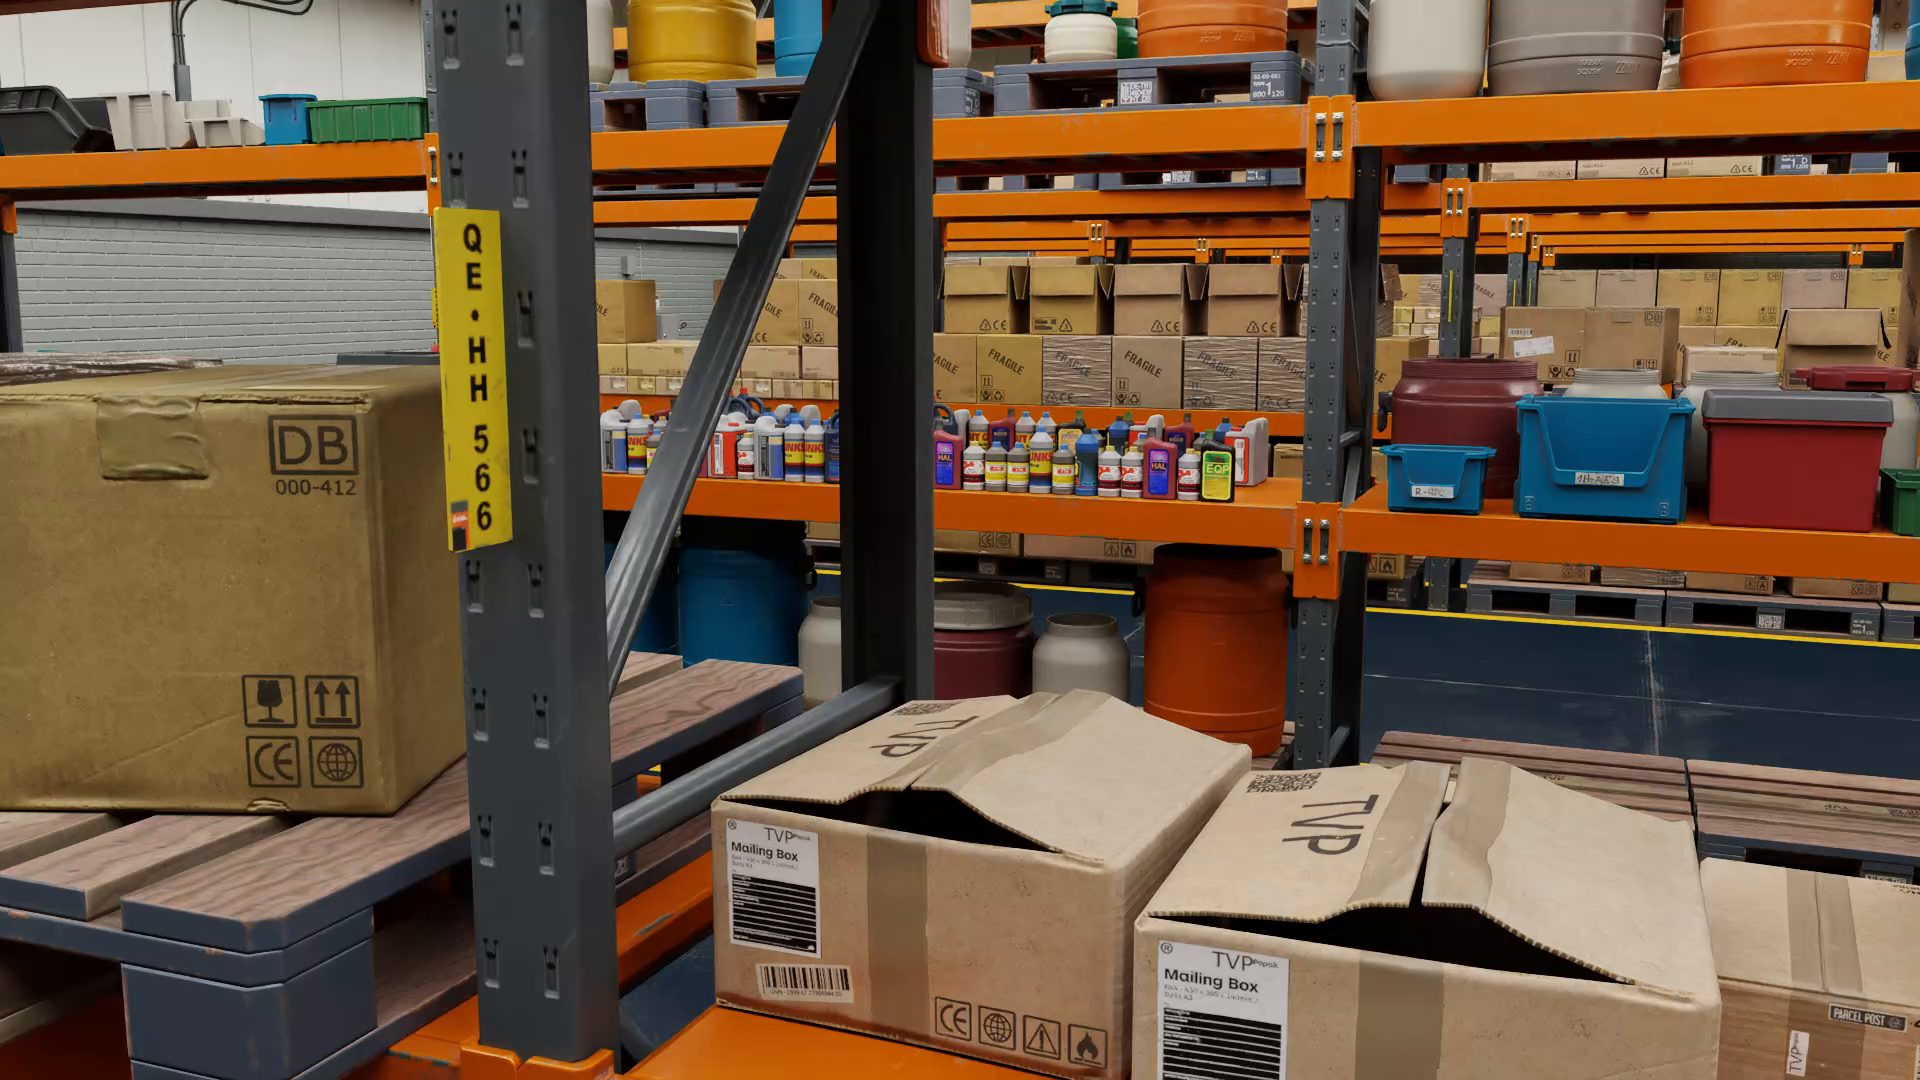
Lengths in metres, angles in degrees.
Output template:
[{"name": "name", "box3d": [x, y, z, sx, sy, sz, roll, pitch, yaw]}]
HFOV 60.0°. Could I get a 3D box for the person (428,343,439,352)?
[{"name": "person", "box3d": [-3.239, -0.308, 10.356, 0.538, 1.846, 0.531, 3, 9, 21]}]
